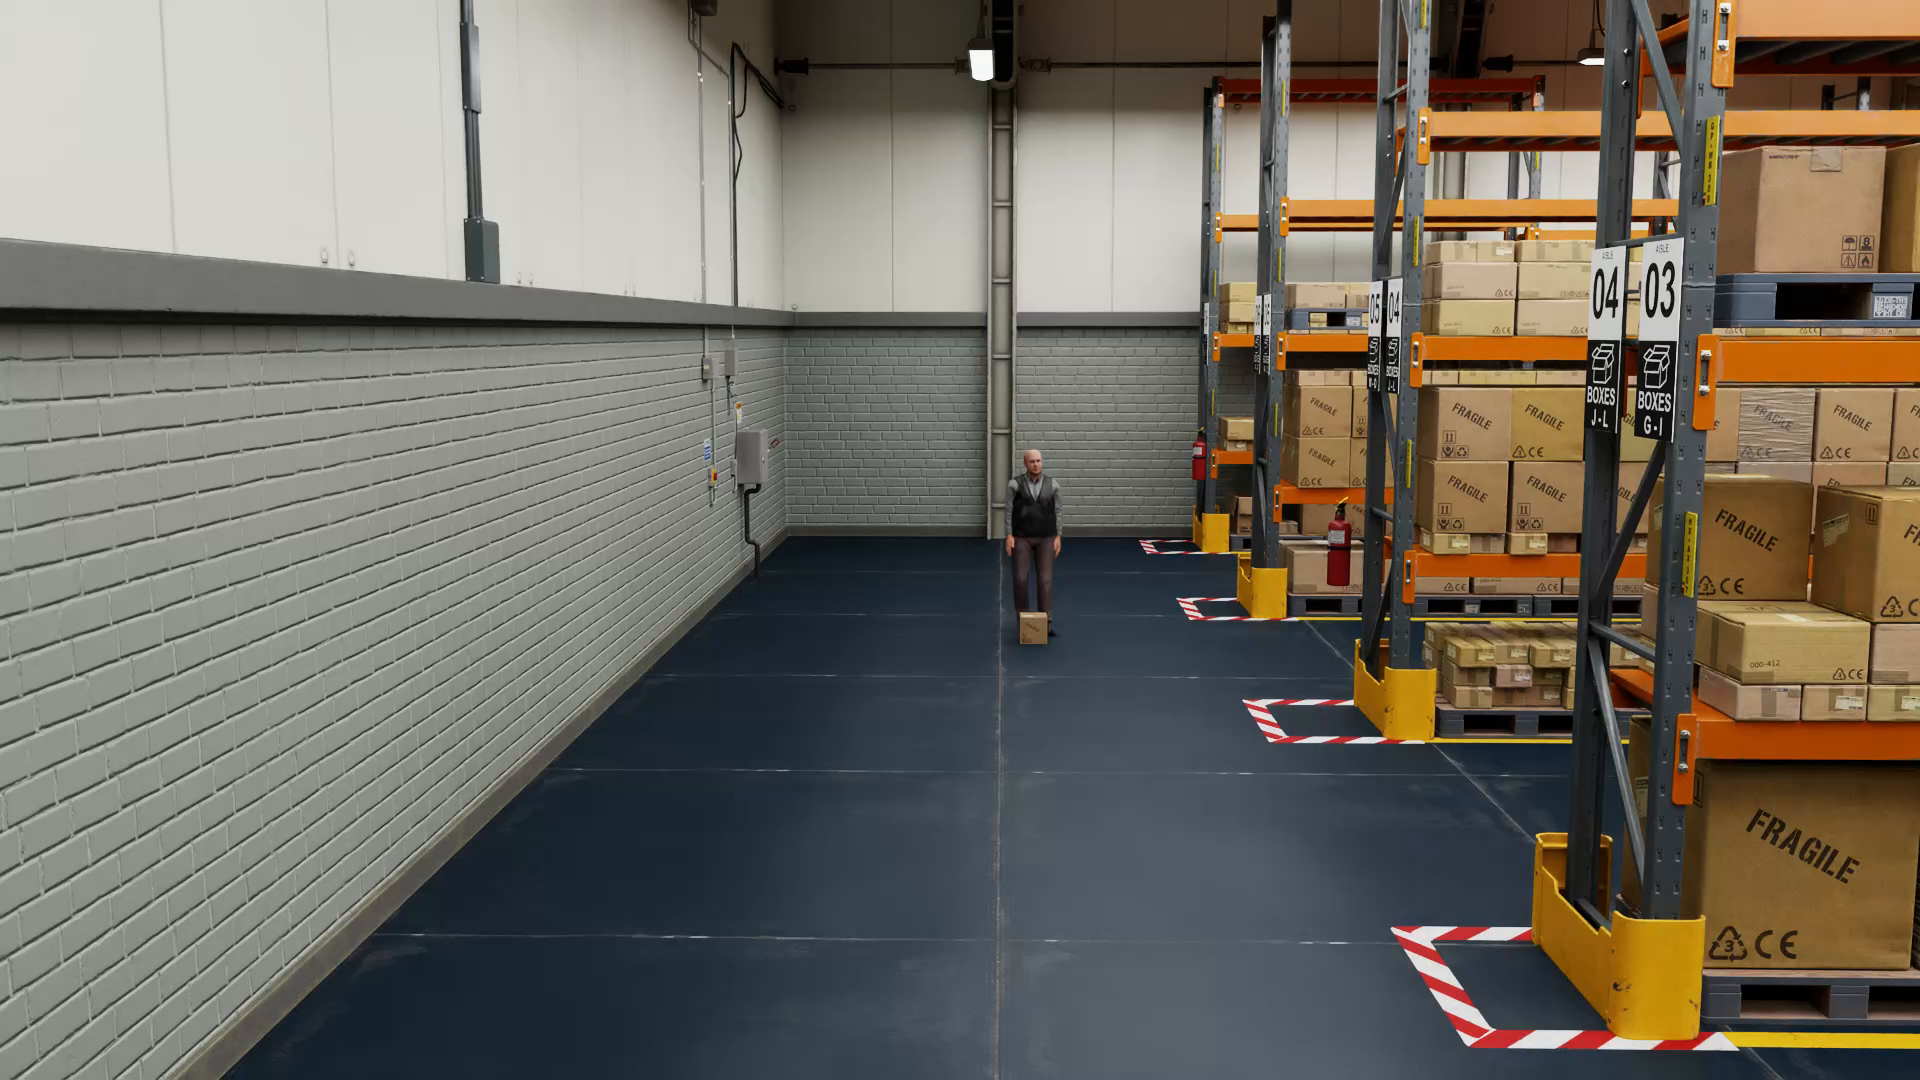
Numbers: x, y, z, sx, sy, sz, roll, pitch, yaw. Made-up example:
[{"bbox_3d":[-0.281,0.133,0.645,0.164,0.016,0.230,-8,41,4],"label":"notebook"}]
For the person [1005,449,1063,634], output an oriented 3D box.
[{"bbox_3d":[0.700,0.010,15.685,0.554,1.728,0.439,-1,7,-4],"label":"person"}]
